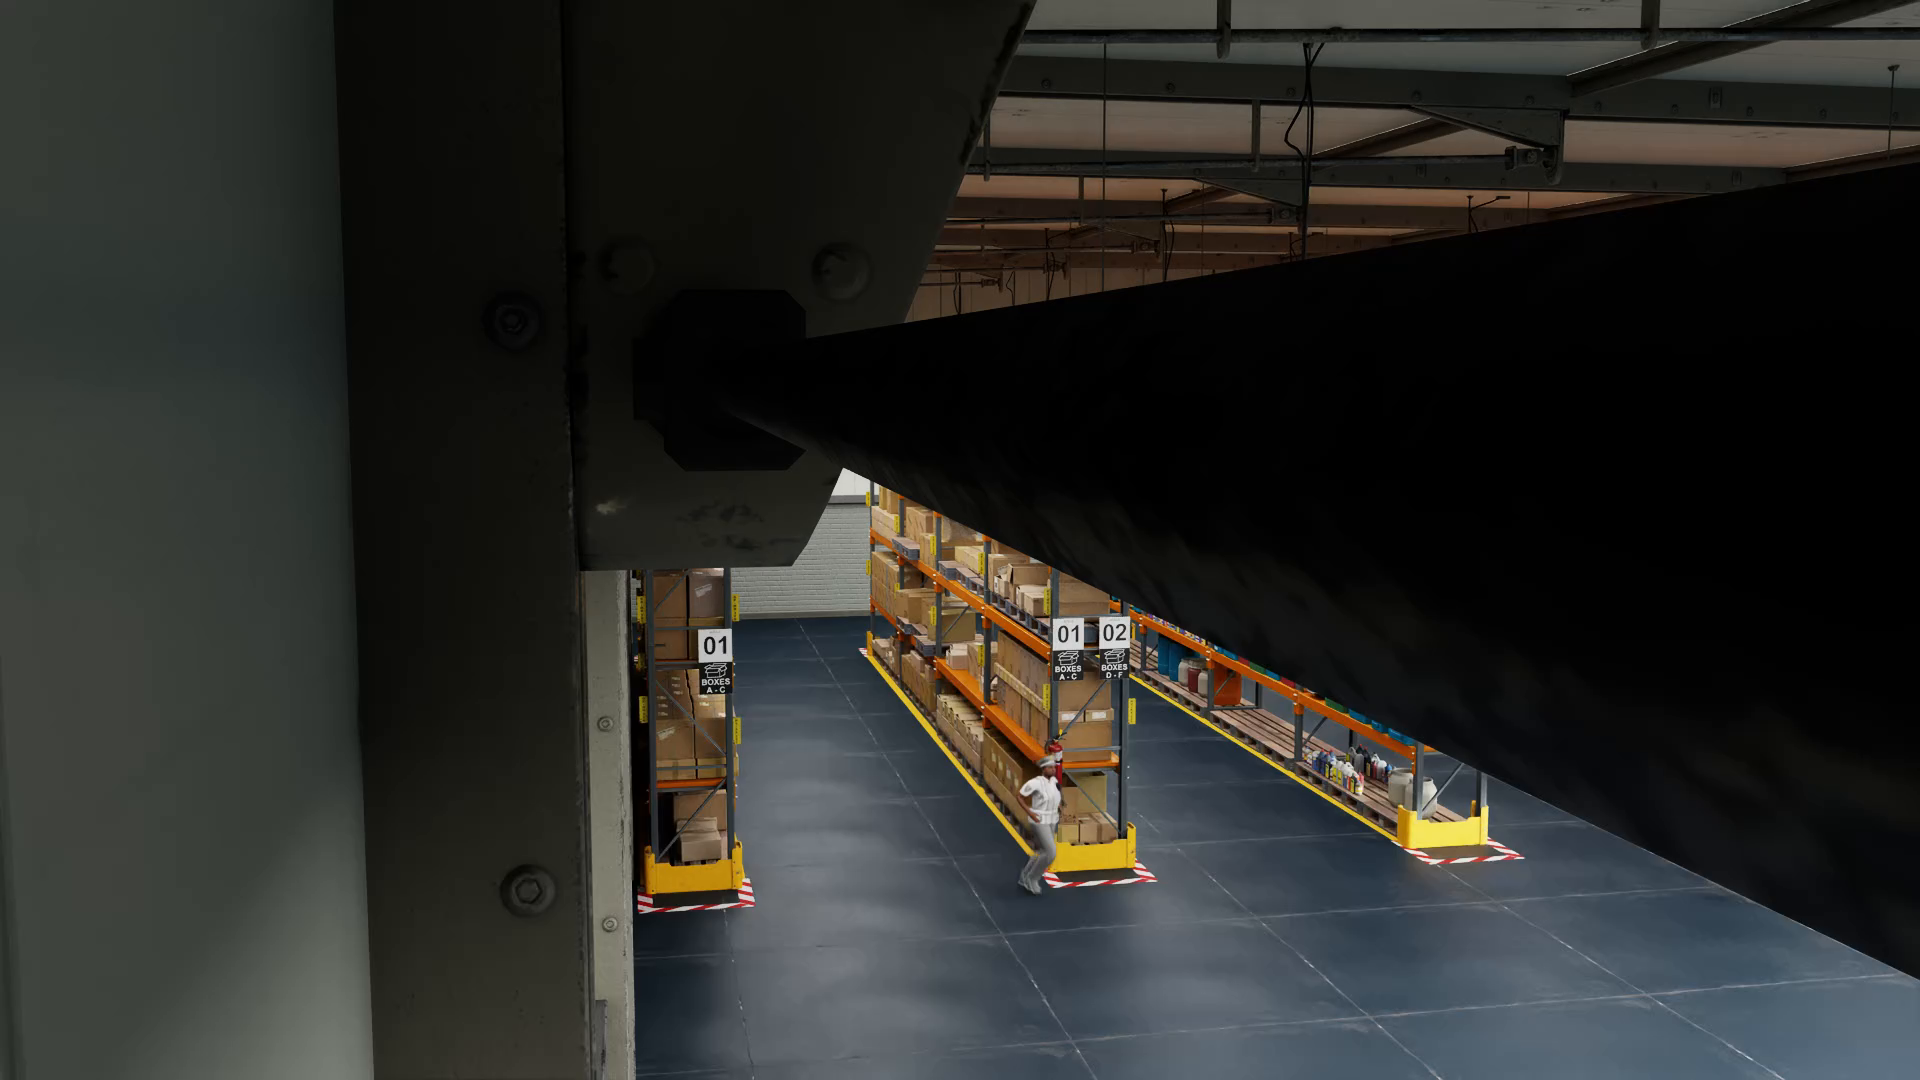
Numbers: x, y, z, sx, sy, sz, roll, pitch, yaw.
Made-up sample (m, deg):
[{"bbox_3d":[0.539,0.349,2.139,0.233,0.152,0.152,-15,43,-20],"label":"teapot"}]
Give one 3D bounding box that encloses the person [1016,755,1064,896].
[{"bbox_3d":[1.014,3.417,20.029,0.599,1.682,0.603,5,8,41],"label":"person"}]
